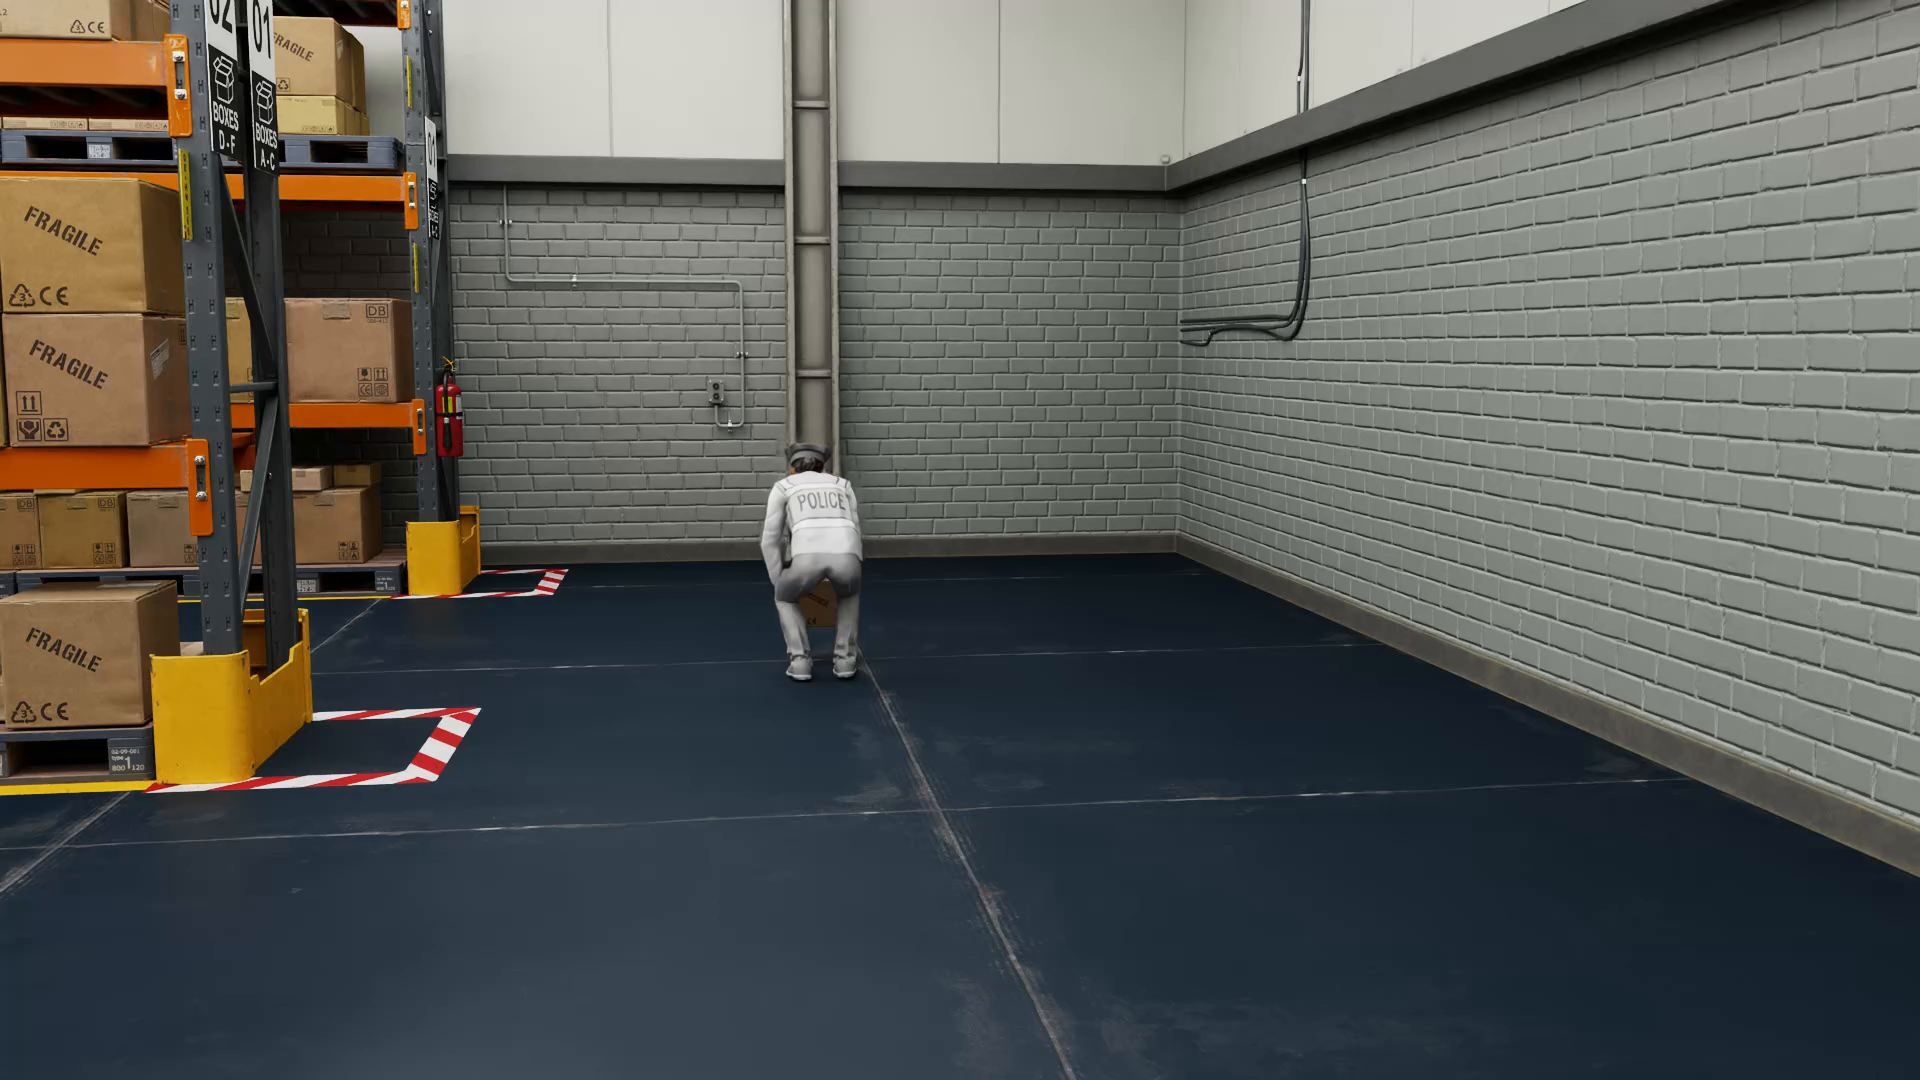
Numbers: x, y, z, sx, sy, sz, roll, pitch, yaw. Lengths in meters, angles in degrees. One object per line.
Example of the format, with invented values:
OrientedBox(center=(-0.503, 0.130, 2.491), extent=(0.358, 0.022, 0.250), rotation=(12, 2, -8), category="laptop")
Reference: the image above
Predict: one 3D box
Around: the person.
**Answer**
OrientedBox(center=(-0.751, 0.106, 8.521), extent=(0.524, 1.188, 0.789), rotation=(-1, 7, -9), category="person")
